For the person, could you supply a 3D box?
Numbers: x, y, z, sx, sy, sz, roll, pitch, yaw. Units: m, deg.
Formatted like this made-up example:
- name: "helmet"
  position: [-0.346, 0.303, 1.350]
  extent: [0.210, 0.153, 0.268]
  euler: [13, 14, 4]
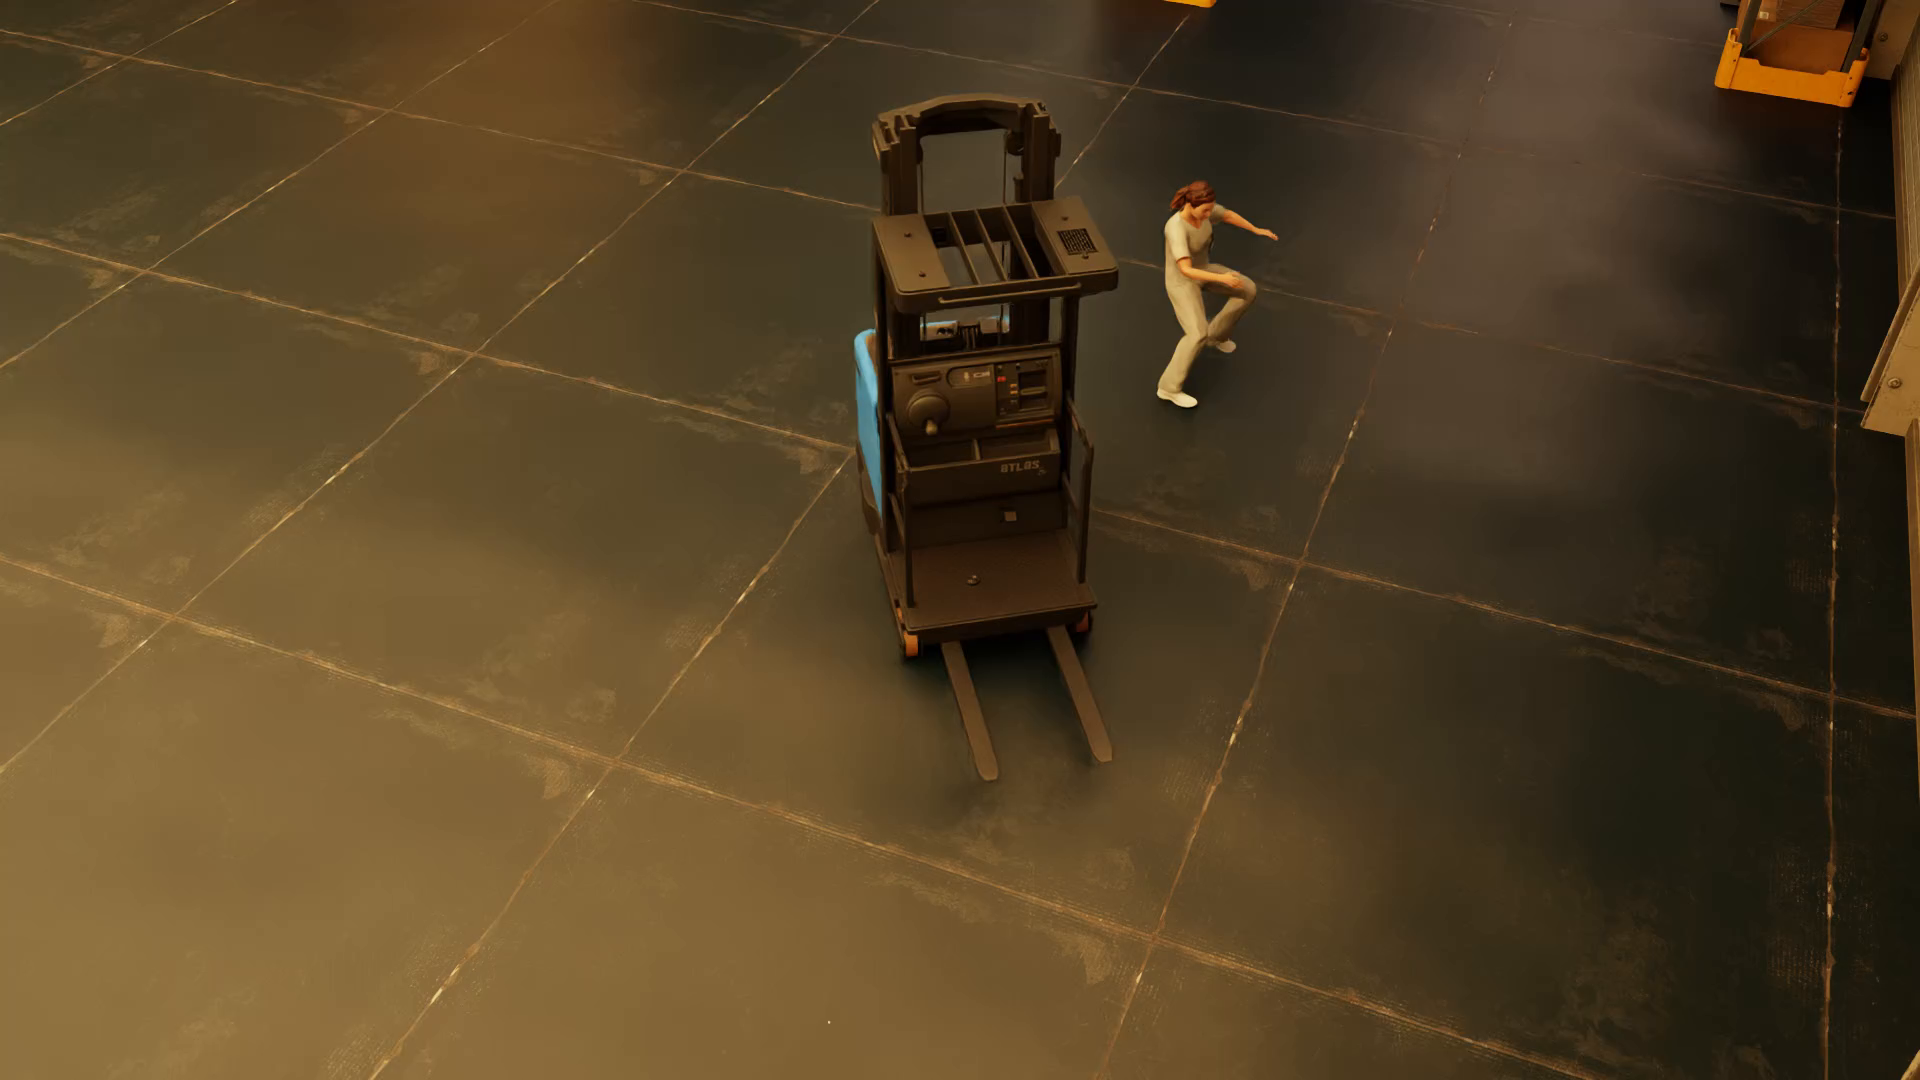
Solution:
- name: "person"
  position: [1.695, -1.736, 11.221]
  extent: [0.694, 1.466, 0.913]
  euler: [30, 48, 31]

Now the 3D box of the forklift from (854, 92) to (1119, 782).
- name: "forklift"
  position: [0.145, -0.719, 8.865]
  extent: [1.130, 2.935, 3.031]
  euler: [-8, 41, -9]
